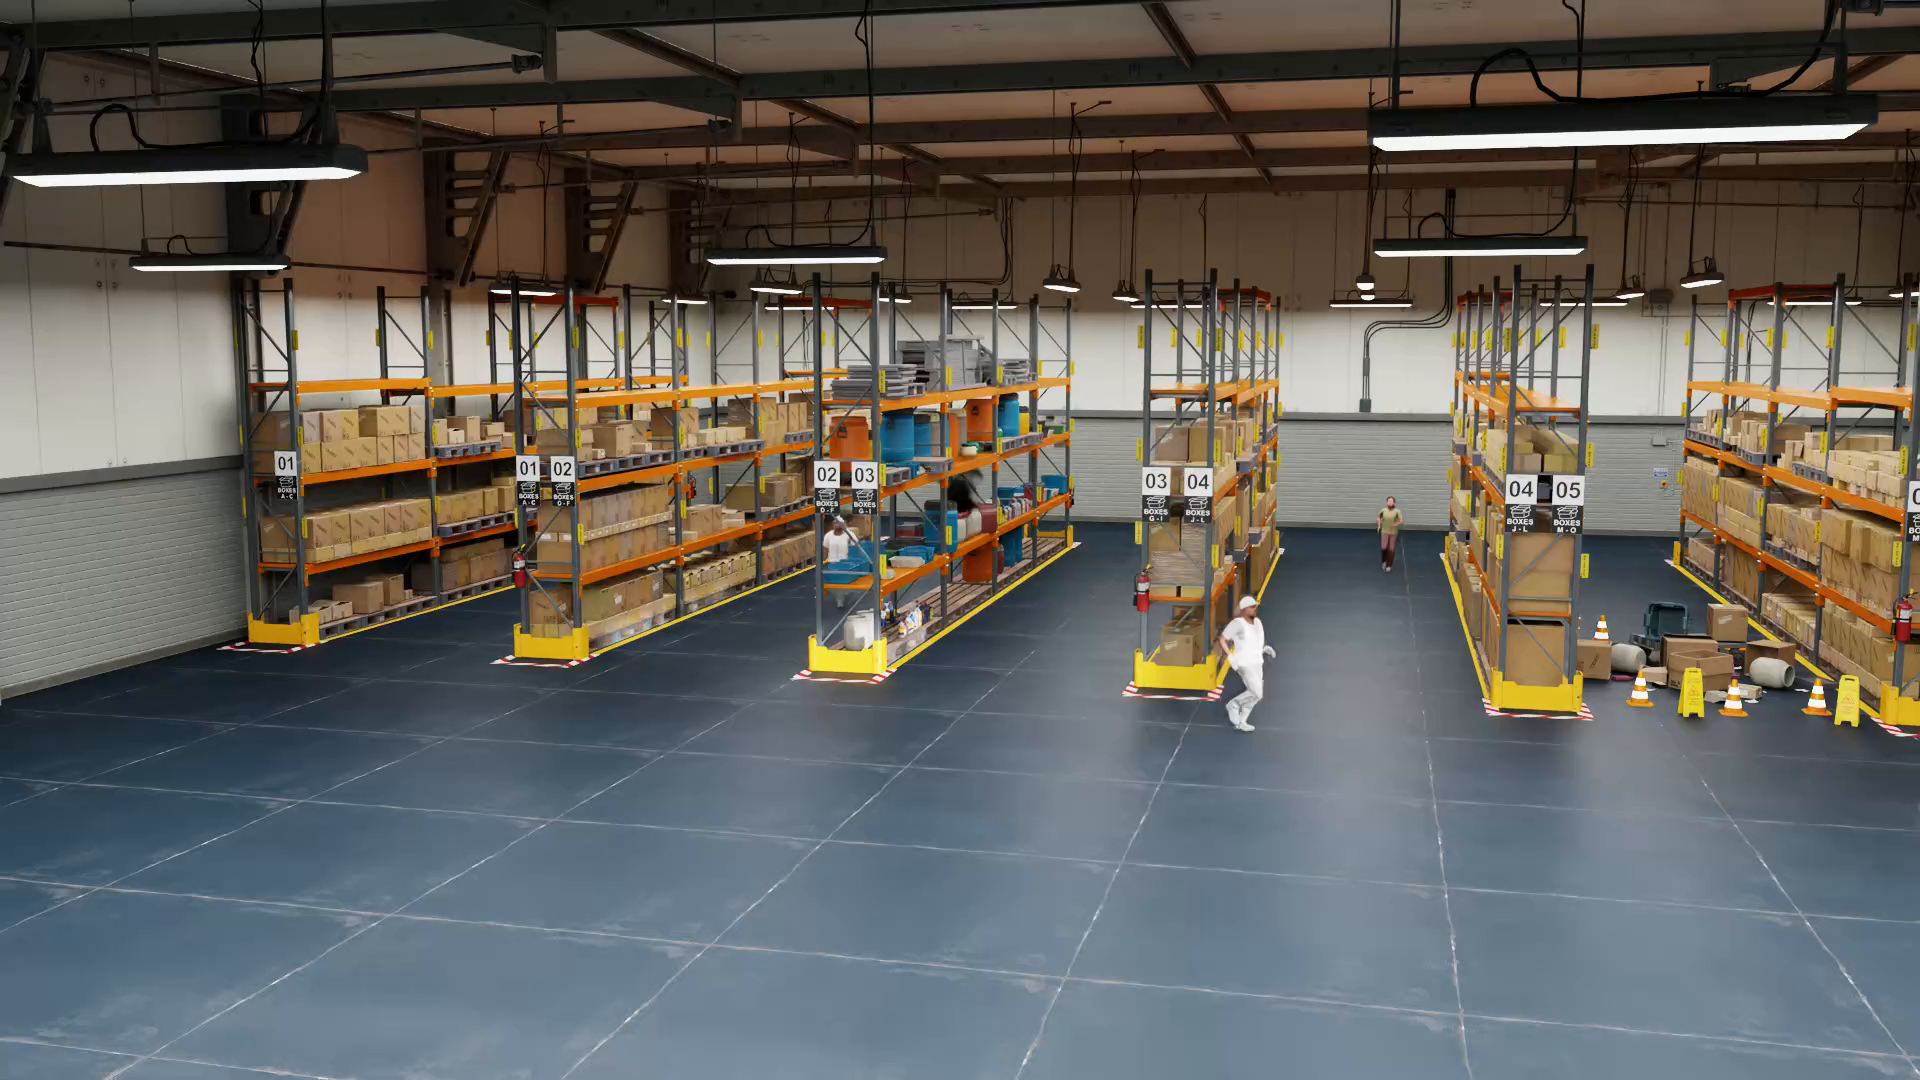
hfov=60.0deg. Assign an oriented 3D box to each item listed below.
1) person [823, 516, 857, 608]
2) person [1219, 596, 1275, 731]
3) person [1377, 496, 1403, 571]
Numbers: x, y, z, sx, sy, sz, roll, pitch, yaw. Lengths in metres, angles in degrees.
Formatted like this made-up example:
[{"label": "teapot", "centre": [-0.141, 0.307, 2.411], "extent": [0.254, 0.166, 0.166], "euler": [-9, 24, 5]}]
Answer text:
[{"label": "person", "centre": [-2.263, 0.410, 31.196], "extent": [0.679, 1.721, 0.576], "euler": [1, 7, 7]}, {"label": "person", "centre": [3.727, 1.592, 21.264], "extent": [0.587, 1.737, 0.683], "euler": [7, 10, 44]}, {"label": "person", "centre": [9.292, -0.131, 35.977], "extent": [0.558, 1.634, 0.587], "euler": [2, 7, 17]}]
